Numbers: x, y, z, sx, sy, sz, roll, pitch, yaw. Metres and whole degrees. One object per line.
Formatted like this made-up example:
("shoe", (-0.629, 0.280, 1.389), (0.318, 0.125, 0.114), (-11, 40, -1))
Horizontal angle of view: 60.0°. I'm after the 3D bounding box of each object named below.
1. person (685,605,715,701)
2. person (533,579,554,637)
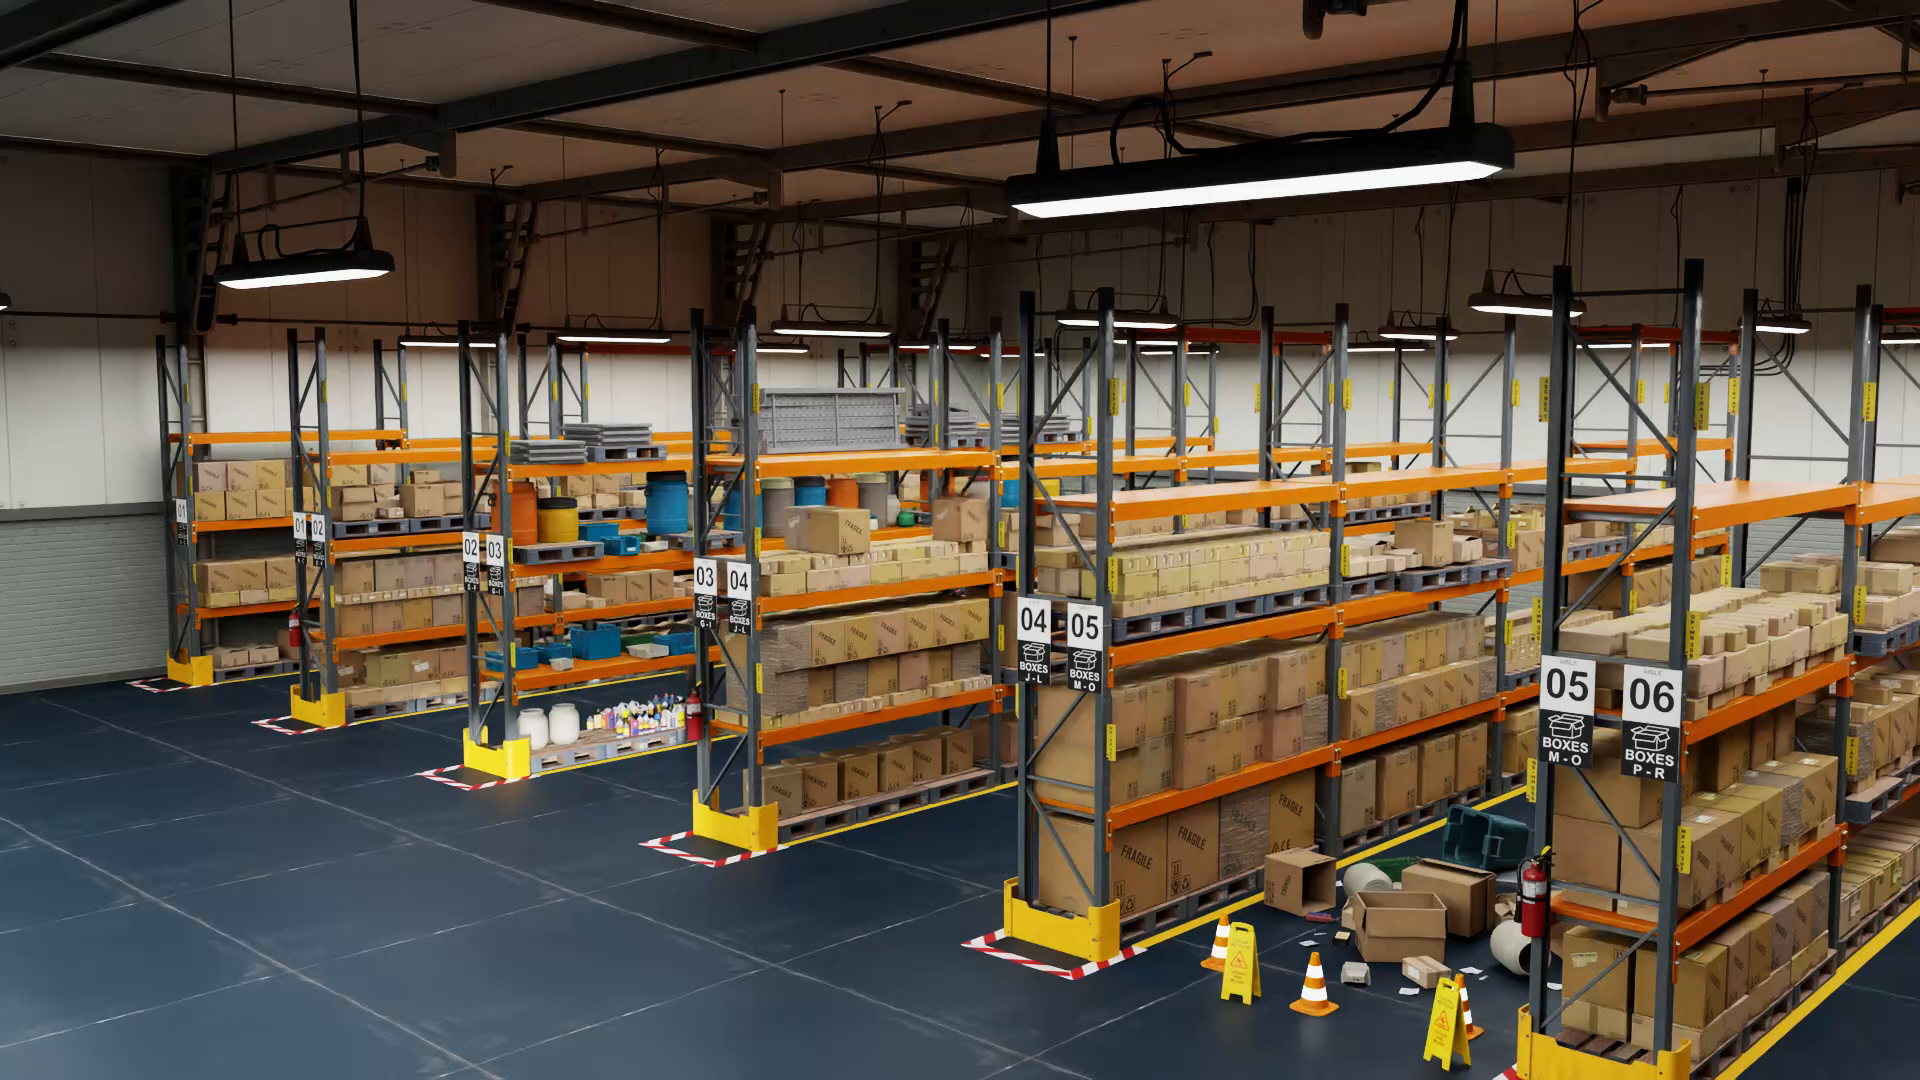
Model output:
("person", (-4.178, 1.874, 26.378), (0.591, 1.792, 0.593), (-2, 6, -17))
("person", (-8.075, 1.301, 31.827), (0.651, 1.698, 1.113), (3, 6, 27))
